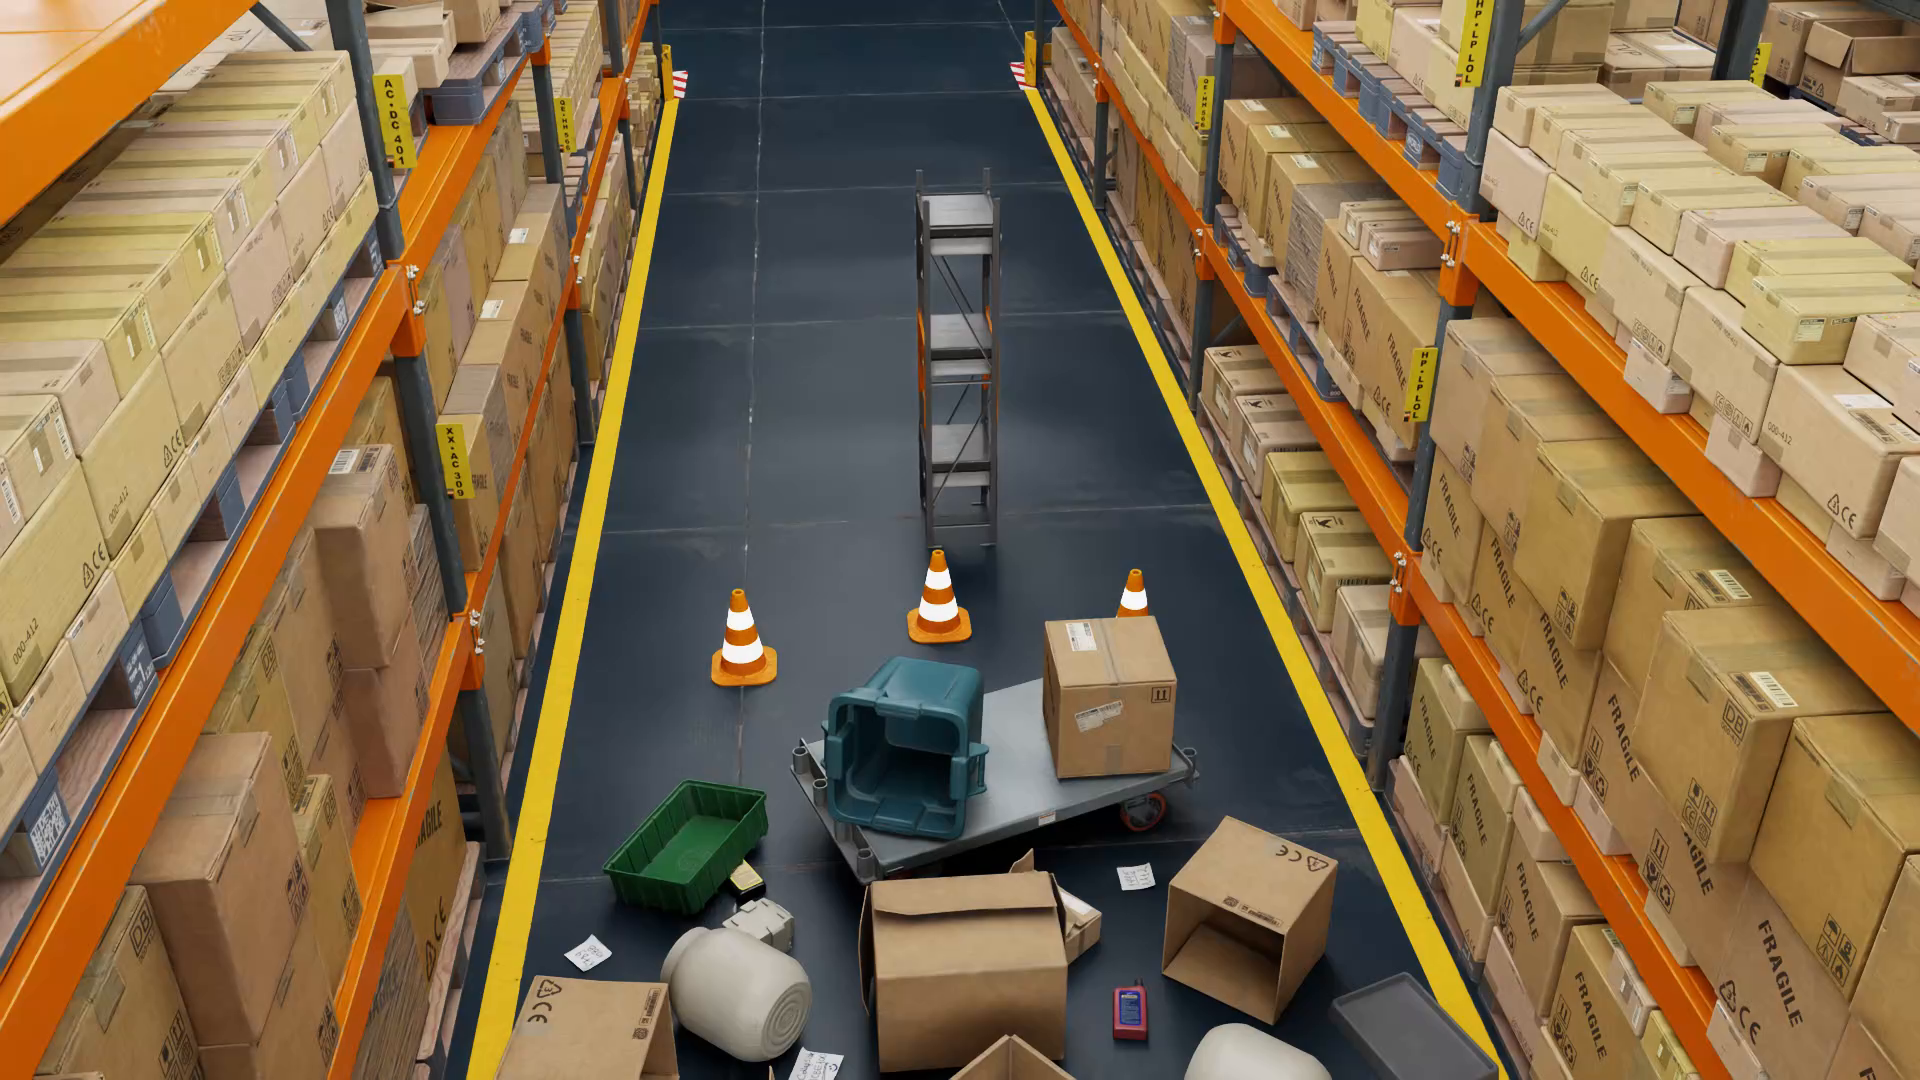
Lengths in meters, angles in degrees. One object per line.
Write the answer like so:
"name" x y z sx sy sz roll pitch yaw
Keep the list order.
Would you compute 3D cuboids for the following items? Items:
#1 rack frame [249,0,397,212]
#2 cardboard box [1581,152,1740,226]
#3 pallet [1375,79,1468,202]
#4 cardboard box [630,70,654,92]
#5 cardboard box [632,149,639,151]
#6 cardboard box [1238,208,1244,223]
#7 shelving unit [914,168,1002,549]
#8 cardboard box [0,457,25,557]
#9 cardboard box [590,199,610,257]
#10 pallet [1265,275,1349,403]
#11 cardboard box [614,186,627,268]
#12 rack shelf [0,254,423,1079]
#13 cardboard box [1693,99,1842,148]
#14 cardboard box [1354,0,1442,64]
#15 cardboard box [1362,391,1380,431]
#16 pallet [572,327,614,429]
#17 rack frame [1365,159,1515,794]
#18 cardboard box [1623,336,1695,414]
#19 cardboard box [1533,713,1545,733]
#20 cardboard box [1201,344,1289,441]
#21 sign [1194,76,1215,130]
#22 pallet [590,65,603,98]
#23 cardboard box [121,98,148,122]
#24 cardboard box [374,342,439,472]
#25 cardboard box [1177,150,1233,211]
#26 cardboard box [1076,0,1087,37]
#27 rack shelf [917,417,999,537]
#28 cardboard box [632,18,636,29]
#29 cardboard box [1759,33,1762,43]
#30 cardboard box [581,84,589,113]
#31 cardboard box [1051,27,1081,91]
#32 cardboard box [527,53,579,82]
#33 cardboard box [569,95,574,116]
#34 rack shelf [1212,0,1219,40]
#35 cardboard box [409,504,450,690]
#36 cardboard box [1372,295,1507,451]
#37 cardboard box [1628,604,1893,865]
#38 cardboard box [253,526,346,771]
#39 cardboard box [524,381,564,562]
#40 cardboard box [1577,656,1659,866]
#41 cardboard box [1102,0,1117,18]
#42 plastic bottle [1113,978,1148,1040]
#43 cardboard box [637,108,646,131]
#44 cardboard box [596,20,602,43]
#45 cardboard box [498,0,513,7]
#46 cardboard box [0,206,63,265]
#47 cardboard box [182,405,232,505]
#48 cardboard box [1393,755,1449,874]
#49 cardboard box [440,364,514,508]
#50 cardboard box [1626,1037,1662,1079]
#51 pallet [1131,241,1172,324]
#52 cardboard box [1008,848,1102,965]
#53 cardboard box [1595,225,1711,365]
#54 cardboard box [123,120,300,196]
"rack frame" -2.499 -2.445 5.069 1.000 3.000 0.127 -3 31 -5
"cardboard box" 2.192 -1.102 5.213 0.380 0.149 0.250 -3 31 -5
"pallet" 2.468 -1.686 6.906 1.213 0.211 1.003 -3 31 -5
"cardboard box" -3.160 -4.423 16.021 0.380 0.149 0.250 -2 31 -3
"cardboard box" -3.060 -3.372 14.842 0.380 0.149 0.250 -3 31 -5
"cardboard box" 1.885 -1.952 9.929 0.380 0.149 0.250 -5 31 -8
"shelving unit" -0.015 -0.986 9.354 0.431 2.100 0.503 -3 31 -5
"cardboard box" -1.886 -0.017 2.889 0.380 0.149 0.250 -3 31 -5
"cardboard box" -2.777 -2.217 11.834 0.500 0.250 0.500 -3 31 -4
"pallet" 2.272 -1.110 8.870 1.003 0.211 1.213 -3 31 -5
"cardboard box" -2.879 -2.434 12.928 0.500 0.500 0.500 -3 31 -6
"rack shelf" -2.312 0.172 4.313 1.077 0.370 4.000 -3 31 -5
"cardboard box" 2.768 -1.400 5.712 0.380 0.149 0.250 -3 31 -6
"cardboard box" 2.132 -2.372 7.609 0.500 0.250 0.500 -2 31 -4
"cardboard box" 2.090 -0.616 7.692 0.380 0.149 0.250 -4 31 -6
"pallet" -2.944 -1.114 11.409 1.003 0.211 1.213 -3 31 -5
"rack frame" 2.420 -0.159 7.091 1.000 3.000 0.127 -3 31 -5
"cardboard box" 2.238 -0.505 4.991 0.380 0.149 0.250 -3 31 -6
"cardboard box" 2.305 0.649 5.984 0.380 0.149 0.250 -3 31 -5
"cardboard box" 2.089 -0.964 10.592 0.950 0.372 0.625 -5 31 -8
"sign" 1.494 -2.670 10.166 0.100 0.325 0.005 -3 31 -5
"pallet" -3.320 -3.475 12.830 1.003 0.211 1.213 -3 31 -5
"cardboard box" -2.803 -1.413 5.226 0.380 0.149 0.250 -2 31 -4
"cardboard box" -2.551 -0.595 6.749 0.700 0.500 0.500 -3 31 -5
"cardboard box" 1.741 -2.382 10.960 0.500 0.250 0.500 -4 31 -6
"cardboard box" 1.321 -4.773 14.718 0.500 0.500 0.500 -3 31 -6
"rack shelf" -0.015 -0.373 9.719 0.431 0.518 0.480 -3 31 -5
"cardboard box" -3.118 -4.677 14.900 0.380 0.149 0.250 -1 31 -2
"cardboard box" 6.362 -3.878 13.039 0.396 0.266 0.258 -1 31 -2
"cardboard box" -2.887 -3.168 11.965 0.380 0.149 0.250 -1 31 -2
"cardboard box" 1.460 -5.033 17.341 0.875 0.438 0.875 -4 31 -6
"cardboard box" -2.867 -3.284 11.578 0.380 0.149 0.250 -3 31 -5
"cardboard box" -2.820 -2.899 11.224 0.380 0.149 0.250 -3 31 -5
"rack shelf" 1.859 -4.201 11.635 1.077 0.370 4.000 -3 31 -5
"cardboard box" -2.452 0.254 6.254 0.875 0.550 0.550 -3 31 -5
"cardboard box" 2.148 -0.734 7.258 0.500 0.500 0.500 -3 31 -6
"cardboard box" 2.339 0.519 4.593 0.700 0.500 0.500 -3 31 -5
"cardboard box" -2.418 0.350 5.040 0.875 0.550 0.550 -3 31 -5
"cardboard box" -2.820 -0.365 9.221 1.050 0.750 0.750 -2 31 -4
"cardboard box" 2.355 0.678 5.303 0.500 0.500 0.500 -2 31 -4
"cardboard box" 1.428 -4.477 13.248 0.500 0.500 0.500 -2 31 -4
"plastic bottle" 0.673 1.852 6.591 0.133 0.061 0.283 2 31 4
"cardboard box" -3.118 -3.898 15.431 0.380 0.149 0.250 -3 31 -5
"cardboard box" -3.013 -3.961 13.002 0.380 0.149 0.250 -2 31 -3
"cardboard box" -2.476 -2.865 8.277 0.500 0.311 0.500 -3 31 -5
"cardboard box" -2.636 -0.666 4.364 0.500 0.250 0.500 -3 31 -5
"cardboard box" -1.980 -0.195 3.965 0.380 0.149 0.250 -2 31 -4
"cardboard box" 2.206 1.156 7.162 0.500 0.250 0.500 -4 31 -7
"cardboard box" -2.328 -0.452 7.484 0.500 0.500 0.500 -3 31 -4
"cardboard box" 2.407 1.899 5.187 0.500 0.500 0.500 -2 31 -3
"pallet" 1.937 -2.031 12.945 1.003 0.211 1.213 -3 31 -5
"cardboard box" 0.359 1.534 6.923 0.396 0.266 0.258 27 40 37
"cardboard box" 2.280 -0.753 5.016 0.500 0.250 0.500 -2 31 -4
"cardboard box" -2.078 -1.059 4.633 0.380 0.149 0.250 -2 31 -4
